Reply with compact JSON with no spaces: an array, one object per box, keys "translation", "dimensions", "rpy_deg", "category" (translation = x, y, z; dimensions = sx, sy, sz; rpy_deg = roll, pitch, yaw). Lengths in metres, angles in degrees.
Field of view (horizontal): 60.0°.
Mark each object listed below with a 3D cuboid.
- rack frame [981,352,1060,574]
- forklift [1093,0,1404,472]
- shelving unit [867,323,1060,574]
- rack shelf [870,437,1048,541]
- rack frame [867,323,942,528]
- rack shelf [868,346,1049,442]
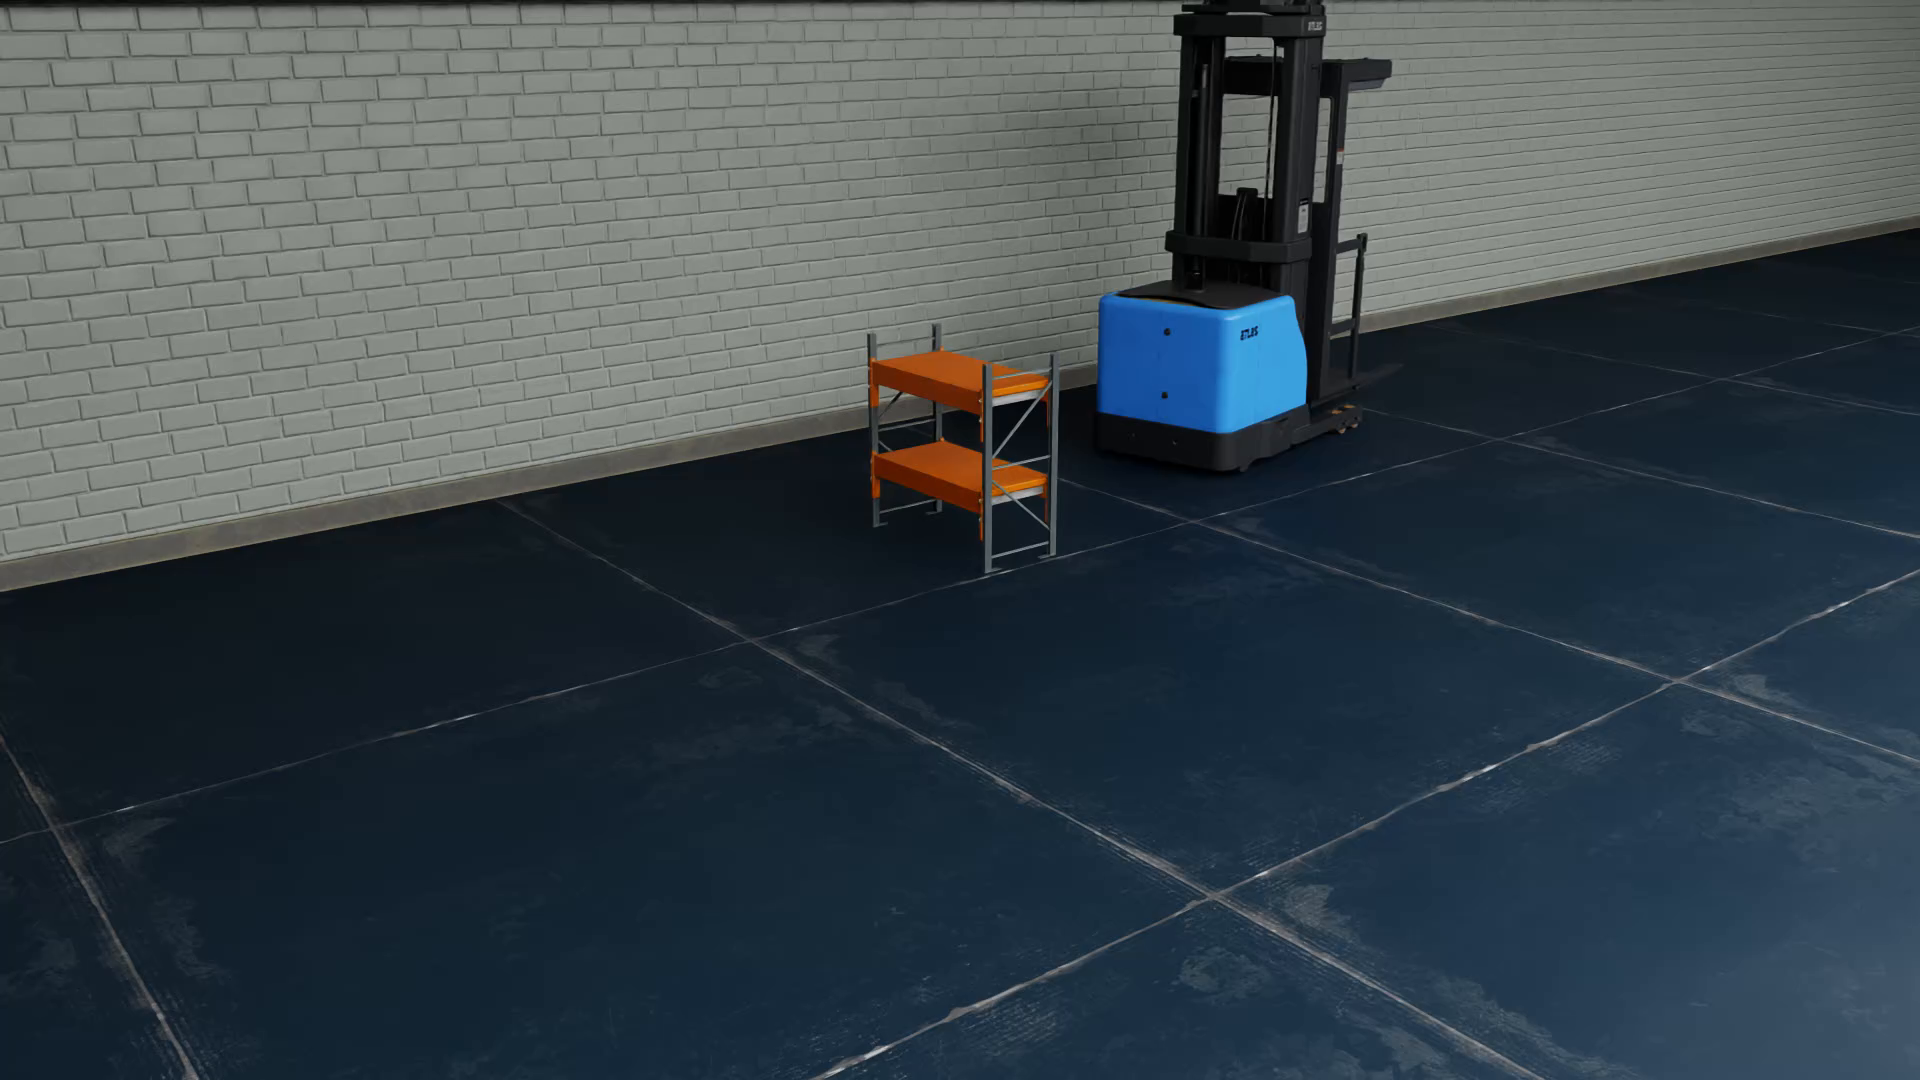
[{"translation":[0.320,-0.407,8.802],"dimensions":[0.500,1.125,0.032],"rpy_deg":[-14,23,-36],"category":"rack frame"},{"translation":[2.191,-2.218,11.397],"dimensions":[1.130,2.935,3.031],"rpy_deg":[14,23,36],"category":"forklift"},{"translation":[0.004,-0.532,9.181],"dimensions":[0.538,1.125,1.048],"rpy_deg":[-14,23,-36],"category":"shelving unit"},{"translation":[0.004,-0.300,9.258],"dimensions":[0.538,0.278,1.000],"rpy_deg":[-14,23,-36],"category":"rack shelf"},{"translation":[-0.311,-0.658,9.559],"dimensions":[0.500,1.125,0.032],"rpy_deg":[-14,23,-36],"category":"rack frame"},{"translation":[0.004,-0.810,9.089],"dimensions":[0.538,0.278,1.000],"rpy_deg":[-14,23,-36],"category":"rack shelf"}]
